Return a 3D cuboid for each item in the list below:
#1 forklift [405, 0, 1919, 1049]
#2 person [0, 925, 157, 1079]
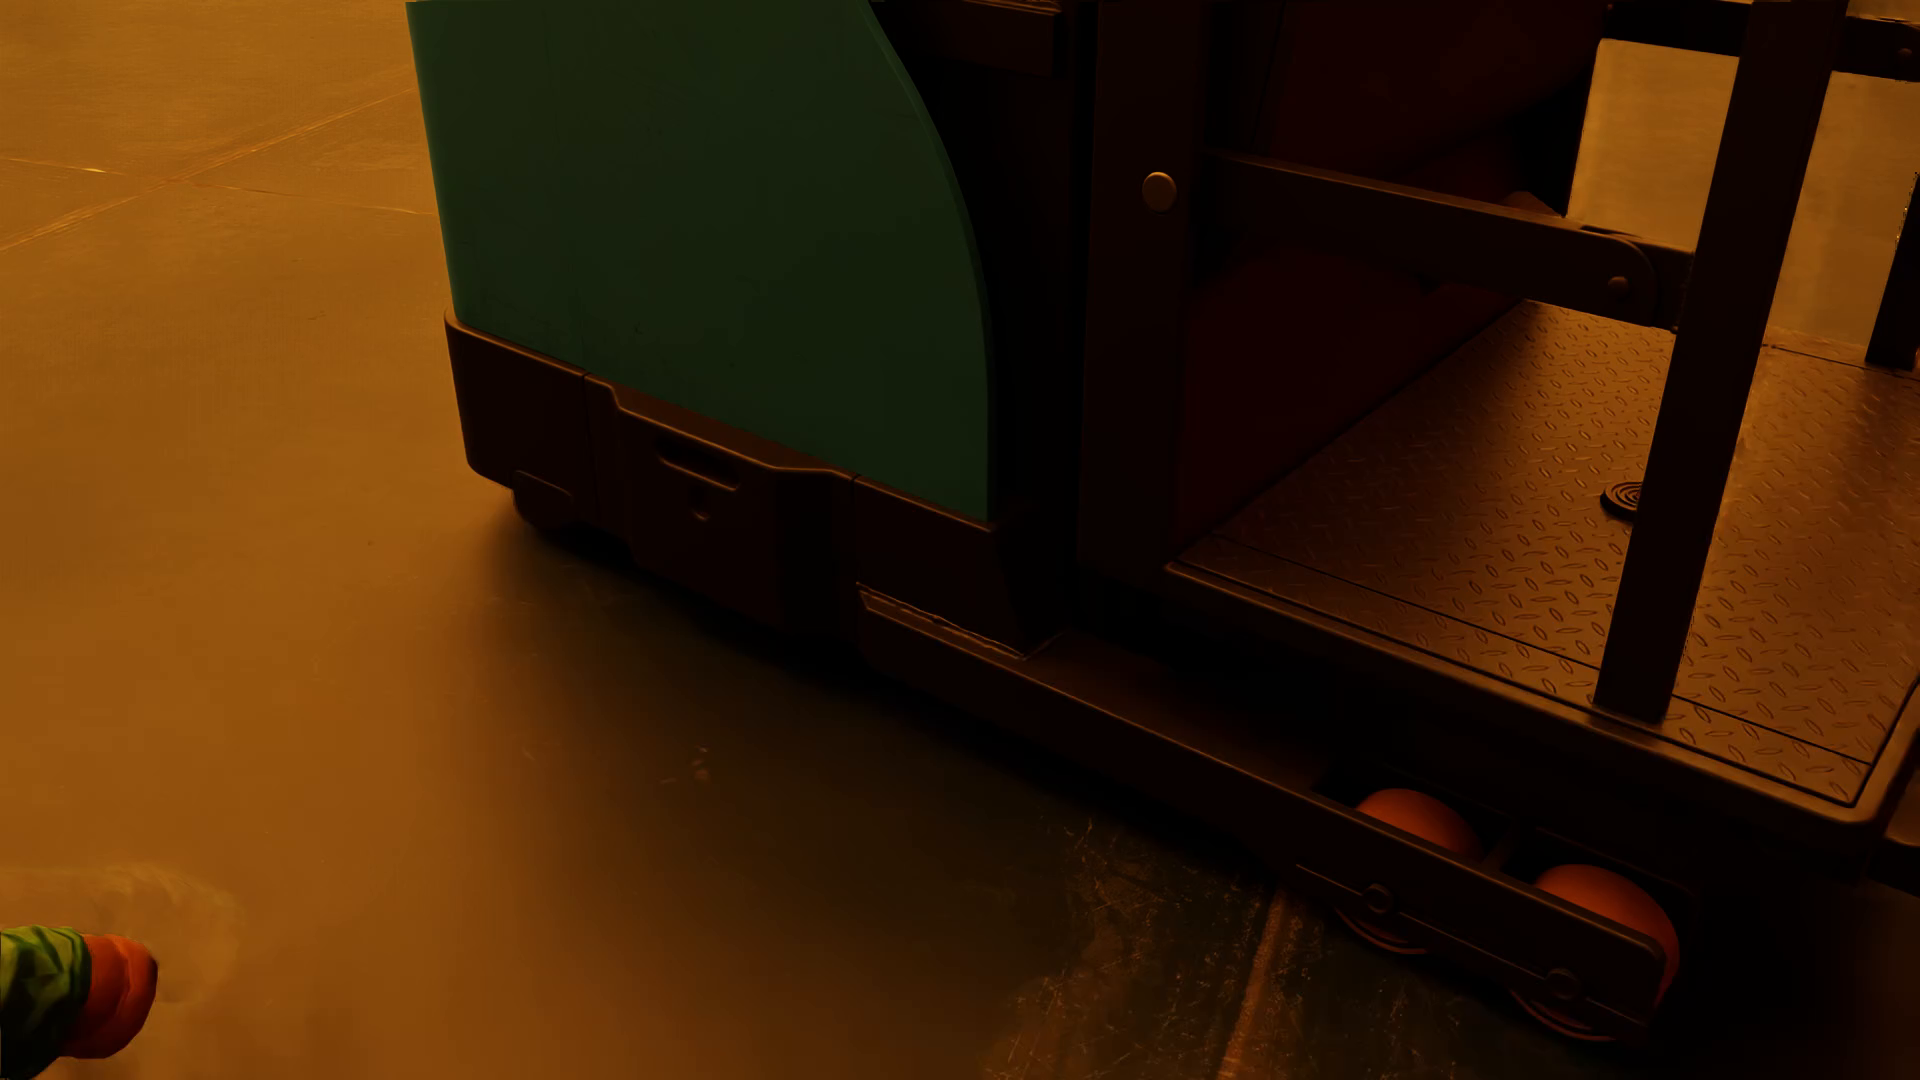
[{"bbox_3d":[0.703,-1.082,1.437,3.031,2.935,1.130,21,36,33],"label":"forklift"},{"bbox_3d":[-1.270,0.007,0.973,1.147,1.553,0.911,-3,30,-6],"label":"person"}]
